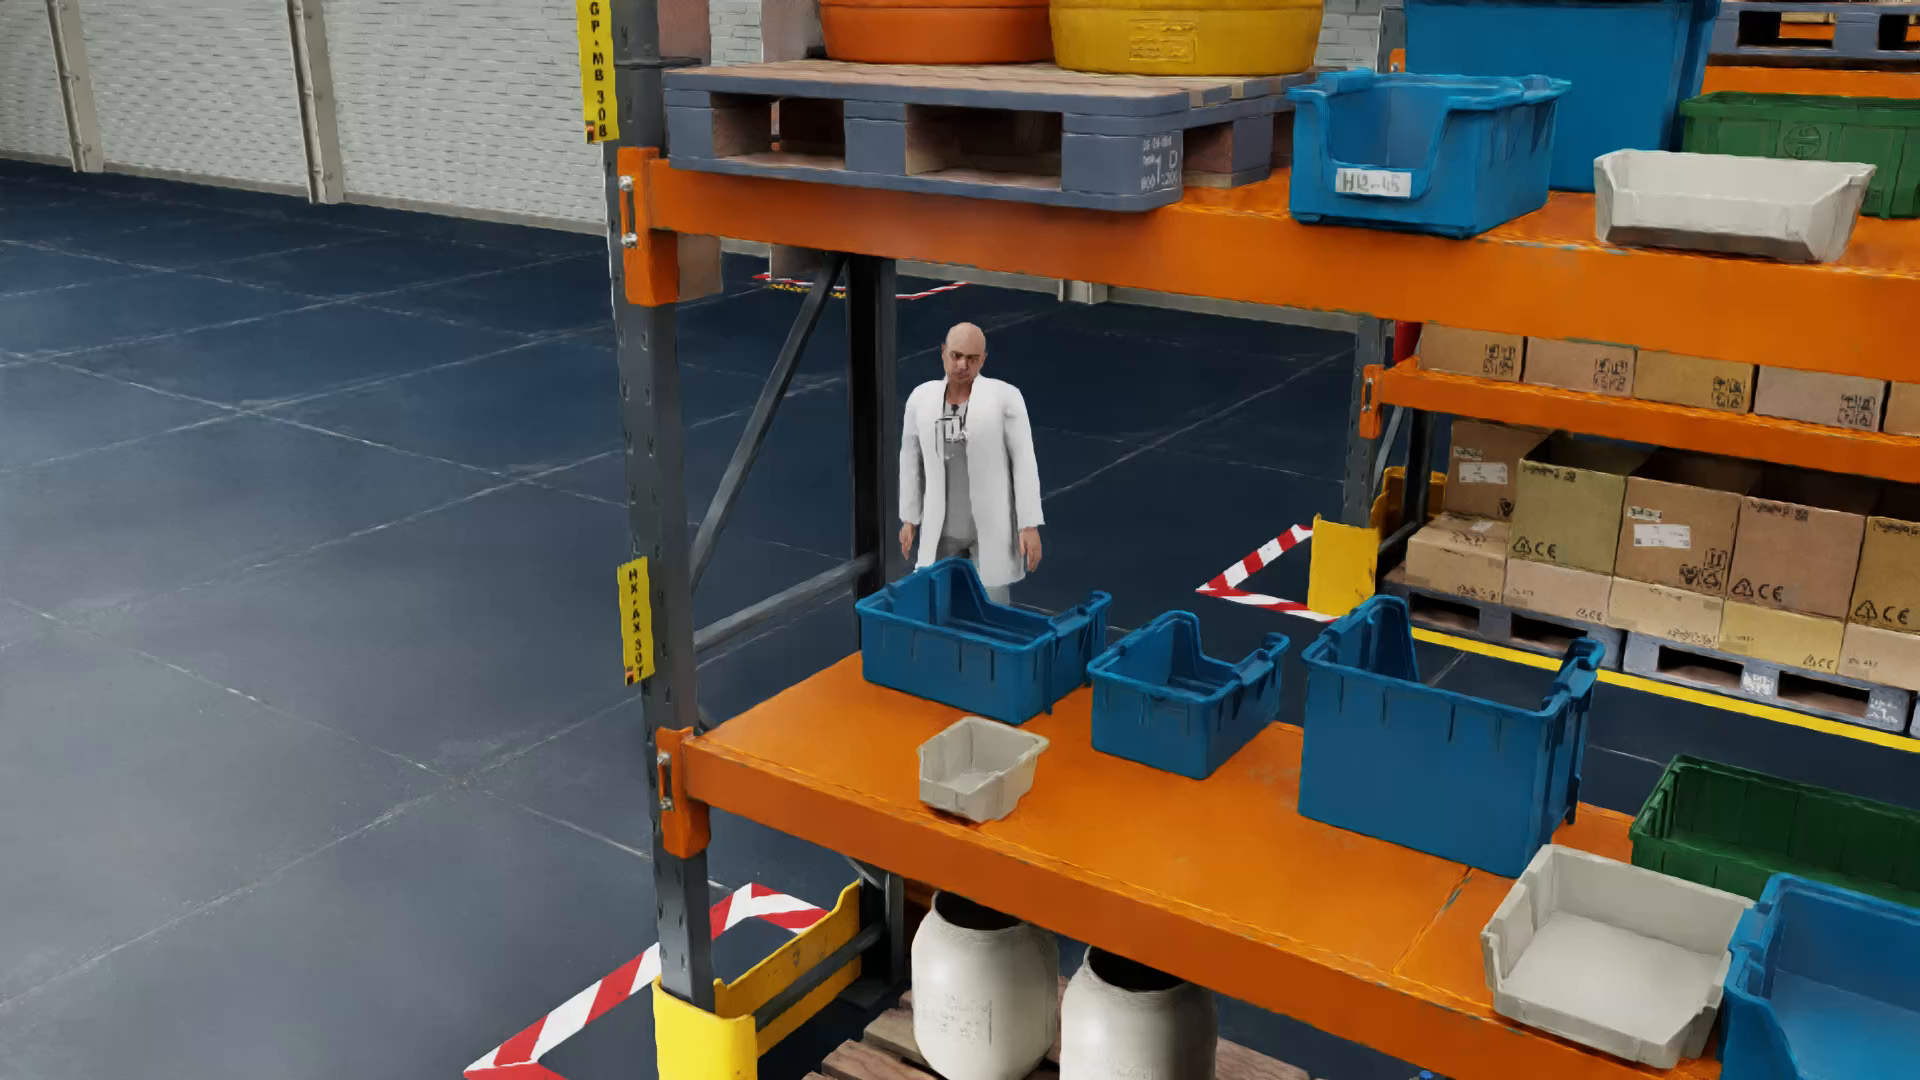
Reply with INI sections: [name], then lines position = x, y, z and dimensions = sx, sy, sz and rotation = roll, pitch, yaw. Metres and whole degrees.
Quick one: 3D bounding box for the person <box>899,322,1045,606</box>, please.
[person]
position = 0.028, -0.040, 7.130
dimensions = 0.689, 1.786, 0.506
rotation = 7, 21, 19
